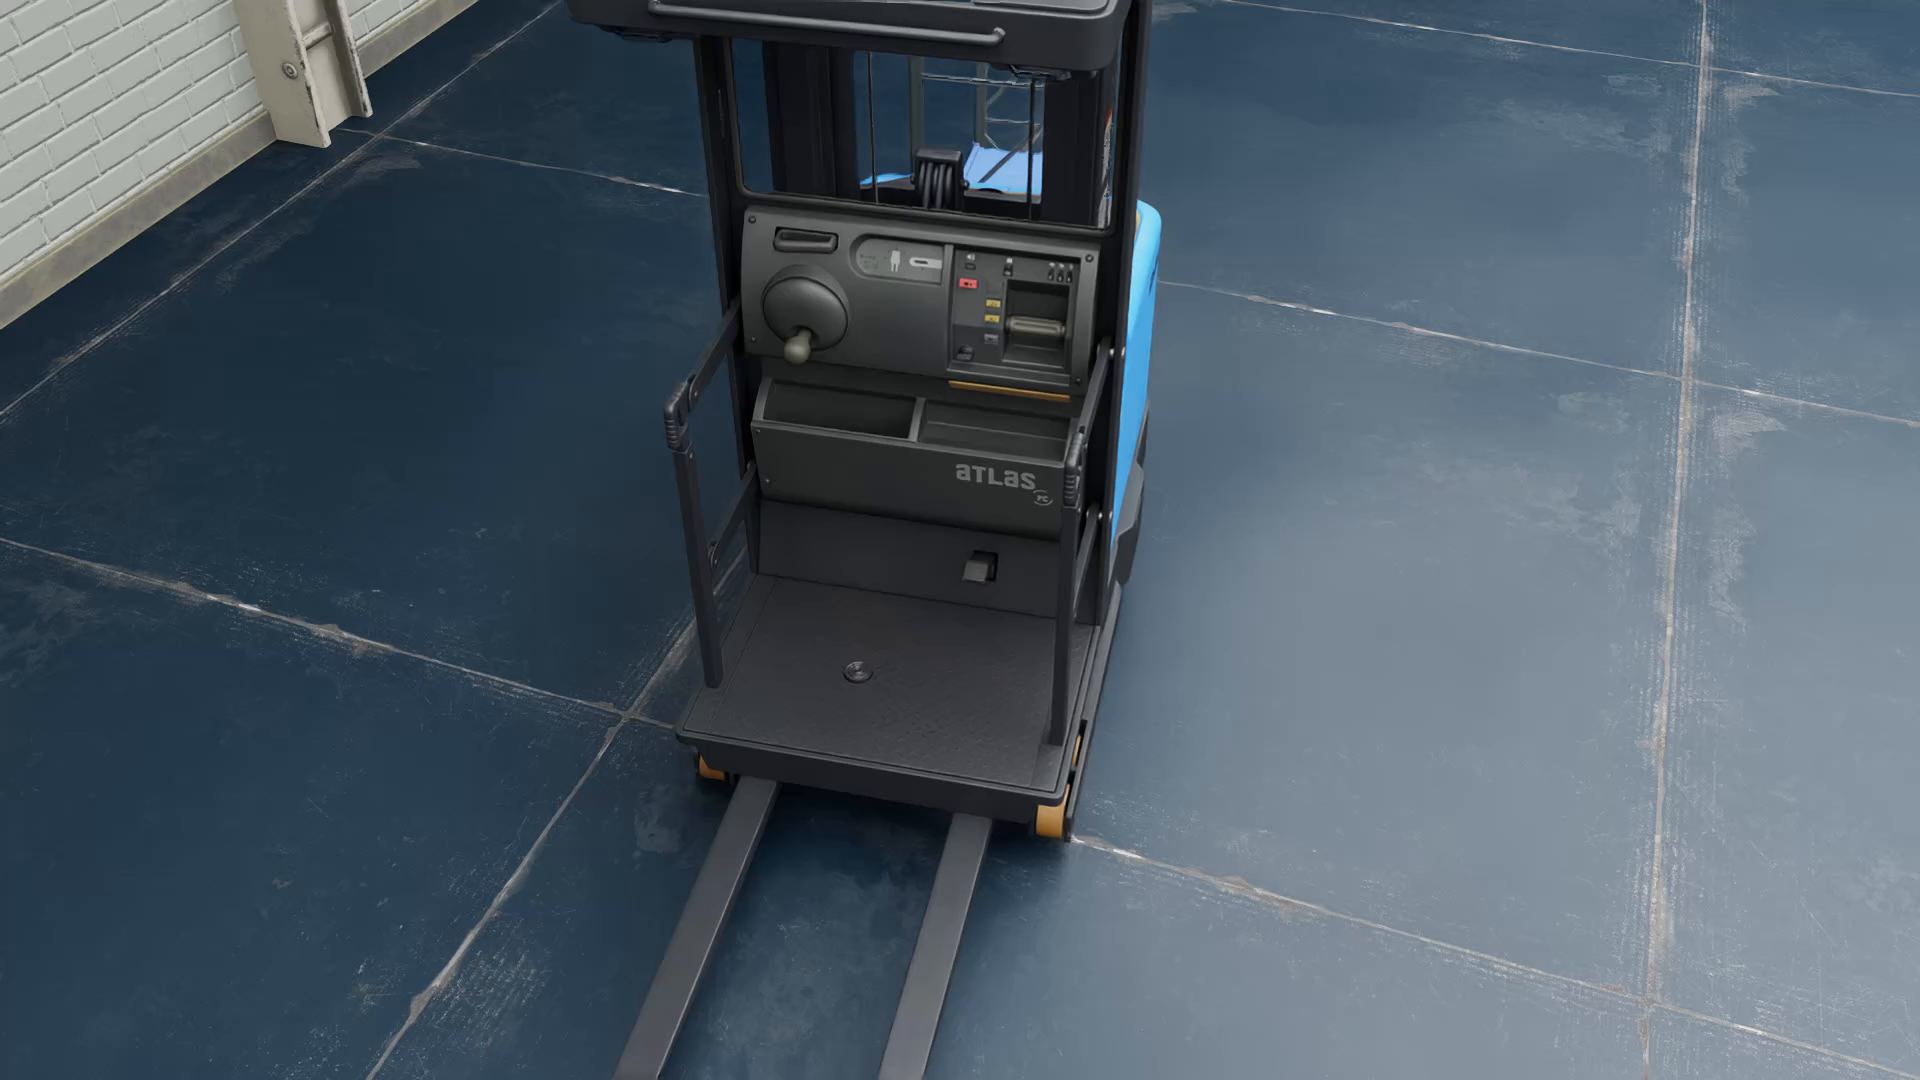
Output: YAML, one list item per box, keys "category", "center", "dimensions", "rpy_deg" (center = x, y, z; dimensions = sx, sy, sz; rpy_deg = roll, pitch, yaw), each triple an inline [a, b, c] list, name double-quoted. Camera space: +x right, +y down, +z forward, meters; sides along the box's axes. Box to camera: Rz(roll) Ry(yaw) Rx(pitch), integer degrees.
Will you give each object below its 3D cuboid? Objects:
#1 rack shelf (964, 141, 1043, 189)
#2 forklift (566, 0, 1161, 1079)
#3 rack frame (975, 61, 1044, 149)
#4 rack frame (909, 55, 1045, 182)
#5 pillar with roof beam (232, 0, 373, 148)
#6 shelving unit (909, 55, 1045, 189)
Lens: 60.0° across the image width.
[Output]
- category: "rack shelf"
  center: [0.195, -1.160, 6.231]
  dimensions: [0.538, 0.185, 1.000]
  rpy_deg: [8, 41, 10]
- category: "forklift"
  center: [-0.157, -0.536, 4.120]
  dimensions: [1.130, 2.935, 3.031]
  rpy_deg: [8, 41, 10]
- category: "rack frame"
  center: [0.306, -1.619, 6.492]
  dimensions: [0.500, 1.500, 0.032]
  rpy_deg: [8, 41, 10]
- category: "rack frame"
  center: [0.084, -0.975, 5.737]
  dimensions: [0.500, 1.500, 0.032]
  rpy_deg: [8, 41, 10]
- category: "pillar with roof beam"
  center: [0.933, -4.495, 4.086]
  dimensions: [9.100, 9.000, 0.400]
  rpy_deg: [13, 42, 15]
- category: "shelving unit"
  center: [0.195, -1.297, 6.114]
  dimensions: [0.538, 1.500, 1.048]
  rpy_deg: [8, 41, 10]
